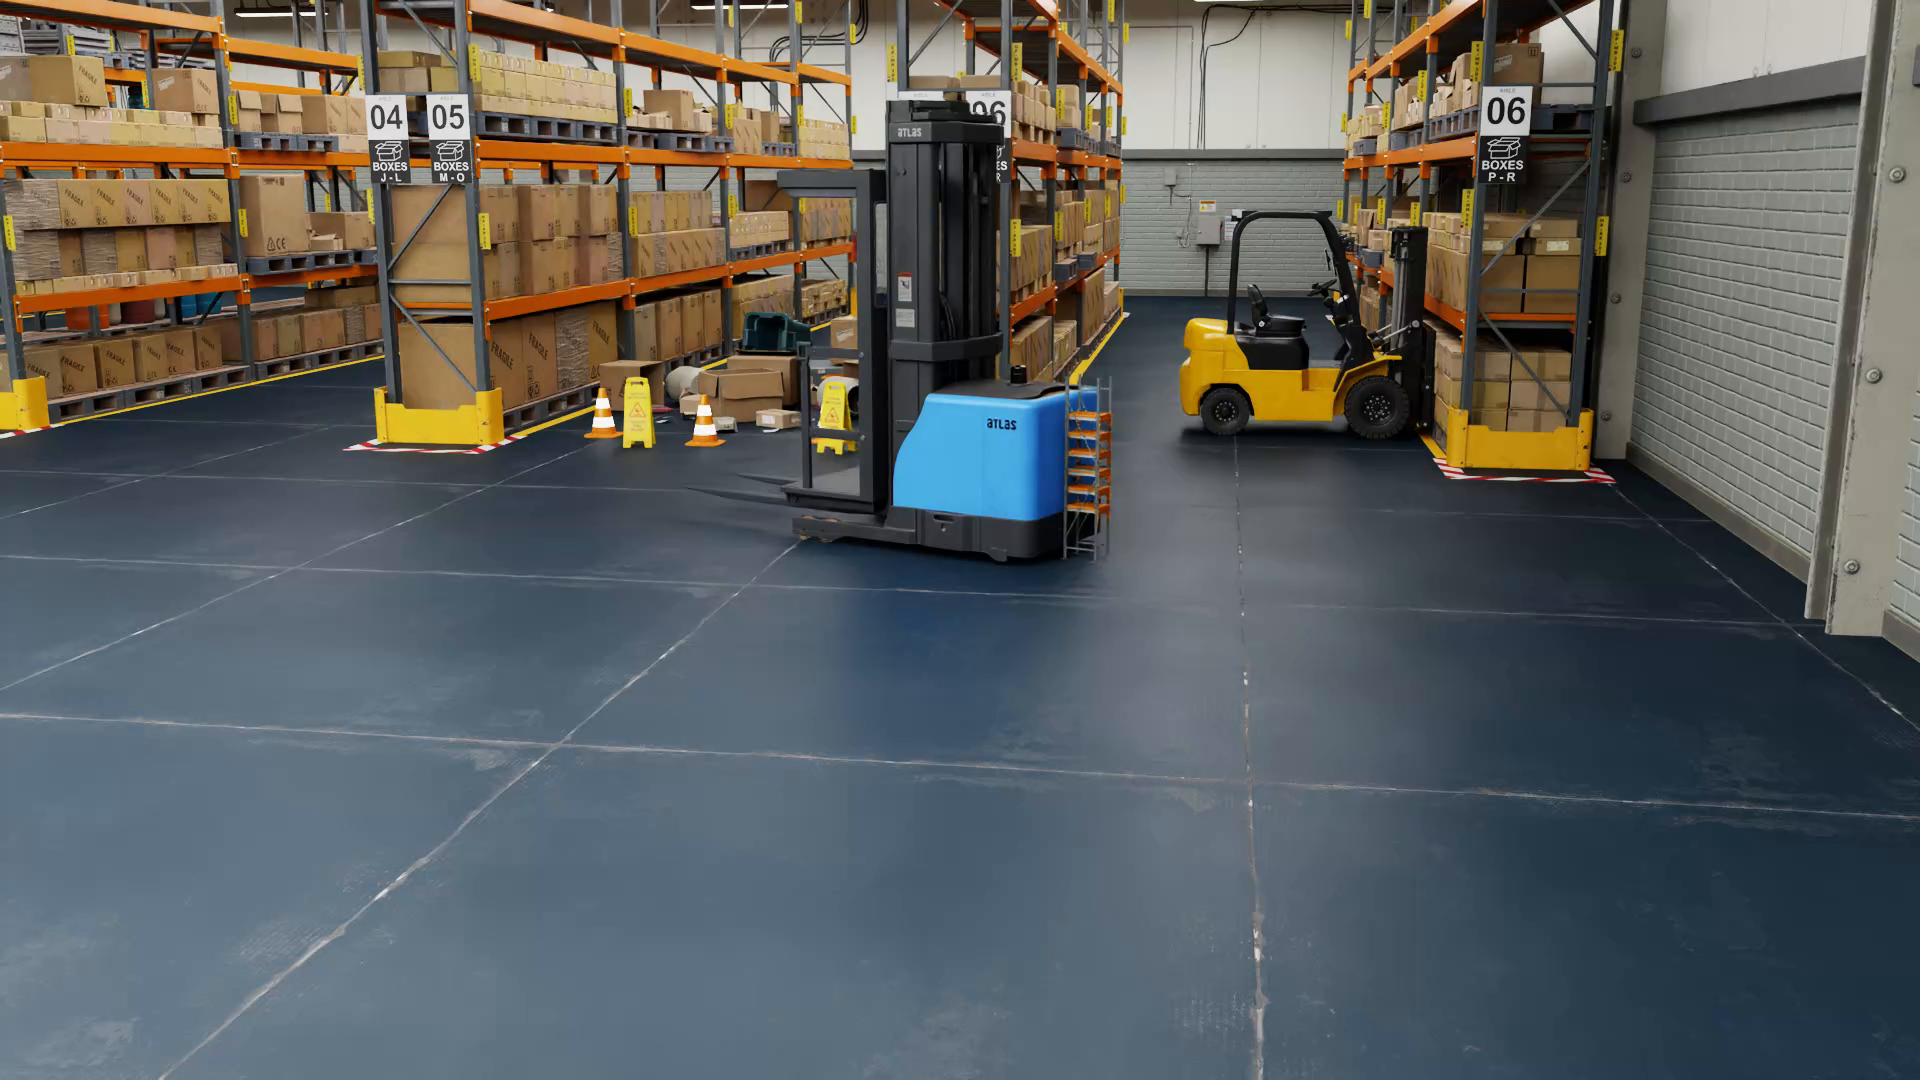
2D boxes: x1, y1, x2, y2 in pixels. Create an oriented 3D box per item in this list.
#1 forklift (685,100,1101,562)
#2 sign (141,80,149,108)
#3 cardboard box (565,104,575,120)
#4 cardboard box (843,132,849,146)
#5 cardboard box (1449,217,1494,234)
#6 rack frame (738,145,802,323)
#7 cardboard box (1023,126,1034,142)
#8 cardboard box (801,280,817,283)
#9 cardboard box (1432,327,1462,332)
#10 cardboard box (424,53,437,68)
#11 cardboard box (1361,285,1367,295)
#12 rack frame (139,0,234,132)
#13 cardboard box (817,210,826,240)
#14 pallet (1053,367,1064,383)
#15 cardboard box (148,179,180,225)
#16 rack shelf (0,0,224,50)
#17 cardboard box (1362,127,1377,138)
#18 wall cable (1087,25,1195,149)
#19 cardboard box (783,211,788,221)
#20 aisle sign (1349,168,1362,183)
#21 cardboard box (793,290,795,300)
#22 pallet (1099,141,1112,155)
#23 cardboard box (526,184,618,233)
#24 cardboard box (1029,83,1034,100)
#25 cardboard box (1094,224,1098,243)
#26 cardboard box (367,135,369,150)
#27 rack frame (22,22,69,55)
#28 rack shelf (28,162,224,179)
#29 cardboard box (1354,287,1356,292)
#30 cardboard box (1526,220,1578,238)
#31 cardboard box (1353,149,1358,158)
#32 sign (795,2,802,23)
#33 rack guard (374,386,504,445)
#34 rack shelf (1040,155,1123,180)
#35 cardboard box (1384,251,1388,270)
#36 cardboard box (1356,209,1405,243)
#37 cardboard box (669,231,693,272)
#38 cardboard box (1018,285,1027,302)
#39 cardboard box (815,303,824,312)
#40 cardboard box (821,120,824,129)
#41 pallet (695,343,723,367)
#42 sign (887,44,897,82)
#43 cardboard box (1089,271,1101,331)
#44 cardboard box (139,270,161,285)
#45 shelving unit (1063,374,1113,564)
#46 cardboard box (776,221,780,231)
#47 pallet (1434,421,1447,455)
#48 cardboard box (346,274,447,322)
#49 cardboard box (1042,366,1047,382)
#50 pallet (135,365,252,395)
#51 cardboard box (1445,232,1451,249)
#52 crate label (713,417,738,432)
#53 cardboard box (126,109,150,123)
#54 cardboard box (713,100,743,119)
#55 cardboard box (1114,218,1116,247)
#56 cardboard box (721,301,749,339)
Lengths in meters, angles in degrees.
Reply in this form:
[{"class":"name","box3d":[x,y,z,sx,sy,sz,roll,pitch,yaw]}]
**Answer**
[{"class":"forklift","box3d":[-0.565,-1.499,11.494,3.031,2.935,1.130,7,14,31]},{"class":"sign","box3d":[-9.773,-5.363,19.974,0.100,0.325,0.005,2,12,9]},{"class":"cardboard box","box3d":[-4.273,-4.498,17.488,0.380,0.149,0.250,2,12,8]},{"class":"cardboard box","box3d":[-2.313,-7.283,30.218,0.500,0.250,0.500,1,12,7]},{"class":"cardboard box","box3d":[4.767,-2.928,15.475,0.380,0.149,0.250,2,12,10]},{"class":"rack frame","box3d":[-3.109,-4.917,27.190,1.000,3.000,0.127,2,12,9]},{"class":"cardboard box","box3d":[0.519,-3.951,16.183,0.380,0.149,0.250,2,12,9]},{"class":"cardboard box","box3d":[-2.833,-4.693,30.508,0.380,0.149,0.250,2,12,10]},{"class":"cardboard box","box3d":[4.935,-2.002,16.819,0.500,0.250,0.500,2,12,11]},{"class":"cardboard box","box3d":[-5.198,-4.540,15.788,0.380,0.149,0.250,2,12,9]},{"class":"cardboard box","box3d":[6.385,-3.852,25.645,0.380,0.149,0.250,2,12,11]},{"class":"rack frame","box3d":[-9.224,-6.366,19.674,1.000,3.000,0.127,2,12,9]},{"class":"cardboard box","box3d":[-2.601,-5.413,28.549,0.500,0.500,0.500,2,12,7]},{"class":"pallet","box3d":[0.686,-1.912,19.862,1.003,0.211,1.213,2,12,9]},{"class":"cardboard box","box3d":[-9.175,-3.806,18.717,0.500,0.500,0.500,2,12,9]},{"class":"rack shelf","box3d":[-9.532,-5.597,17.818,1.077,0.370,4.000,2,12,9]},{"class":"cardboard box","box3d":[6.125,-6.008,24.492,0.380,0.149,0.250,2,12,9]},{"class":"wall cable","box3d":[3.752,-9.712,35.196,2.355,3.000,0.029,2,12,9]},{"class":"cardboard box","box3d":[-2.977,-5.201,26.693,0.380,0.149,0.250,2,12,11]},{"class":"aisle sign","box3d":[7.039,-6.745,29.501,0.394,0.787,0.004,2,12,9]},{"class":"cardboard box","box3d":[-2.851,-4.085,27.685,0.380,0.149,0.250,2,12,11]},{"class":"pallet","box3d":[1.934,-6.371,27.026,1.003,0.211,1.213,2,12,9]},{"class":"cardboard box","box3d":[-4.430,-3.777,18.982,0.875,0.550,0.550,2,12,9]},{"class":"cardboard box","box3d":[0.508,-4.340,16.095,0.380,0.149,0.250,2,12,10]},{"class":"cardboard box","box3d":[1.765,-4.530,24.562,0.500,0.250,0.500,2,12,10]},{"class":"cardboard box","box3d":[-8.440,-5.552,23.374,0.500,0.250,0.500,2,12,9]},{"class":"rack frame","box3d":[-13.503,-7.359,24.282,1.000,3.000,0.127,2,12,9]},{"class":"rack shelf","box3d":[-13.196,-5.958,26.606,1.077,0.370,4.000,2,12,9]},{"class":"cardboard box","box3d":[6.801,-3.917,27.485,0.700,0.500,0.500,1,12,7]},{"class":"cardboard box","box3d":[5.120,-2.694,14.392,0.380,0.149,0.250,2,12,8]},{"class":"cardboard box","box3d":[6.674,-6.367,27.395,0.380,0.149,0.250,2,12,10]},{"class":"sign","box3d":[-2.559,-8.367,26.365,0.100,0.325,0.005,2,12,9]},{"class":"rack guard","box3d":[-4.958,-1.192,15.839,1.175,0.500,0.348,2,12,9]},{"class":"rack shelf","box3d":[2.106,-6.309,28.235,1.077,0.370,4.000,2,12,9]},{"class":"cardboard box","box3d":[5.778,-3.627,21.561,0.500,0.250,0.500,2,12,9]},{"class":"cardboard box","box3d":[6.408,-4.779,25.313,0.700,0.500,0.500,2,12,10]},{"class":"cardboard box","box3d":[-3.758,-3.716,21.380,0.500,0.500,0.500,2,12,10]},{"class":"cardboard box","box3d":[0.439,-2.378,16.004,0.380,0.149,0.250,2,12,10]},{"class":"cardboard box","box3d":[-2.576,-4.066,29.009,0.380,0.149,0.250,2,12,7]},{"class":"cardboard box","box3d":[-2.548,-7.129,28.557,0.380,0.149,0.250,2,12,7]},{"class":"pallet","box3d":[-3.920,-2.560,22.870,1.003,0.211,1.213,2,12,9]},{"class":"sign","box3d":[-0.593,-4.201,14.646,0.100,0.325,0.005,2,12,9]},{"class":"cardboard box","box3d":[1.650,-3.625,25.239,0.875,0.875,0.875,2,12,10]},{"class":"cardboard box","box3d":[-9.212,-2.945,18.634,0.380,0.149,0.250,2,12,9]},{"class":"shelving unit","box3d":[0.830,-0.464,10.797,0.258,1.200,0.189,7,14,29]},{"class":"cardboard box","box3d":[-3.055,-4.949,26.233,0.380,0.149,0.250,2,12,11]},{"class":"pallet","box3d":[4.934,-0.917,15.249,1.003,0.211,1.213,2,12,9]},{"class":"cardboard box","box3d":[-8.483,-3.576,25.013,1.225,0.875,0.875,1,12,6]},{"class":"cardboard box","box3d":[0.670,-1.731,17.934,0.500,0.250,0.500,2,12,7]},{"class":"pallet","box3d":[-9.293,-1.930,19.946,1.003,0.211,1.213,2,12,9]},{"class":"cardboard box","box3d":[4.807,-2.835,15.751,0.380,0.149,0.250,2,12,9]},{"class":"crate label","box3d":[-2.346,-1.143,16.471,0.250,0.136,0.298,-5,13,-21]},{"class":"cardboard box","box3d":[-9.186,-4.670,18.333,0.380,0.149,0.250,2,12,11]},{"class":"cardboard box","box3d":[-3.310,-6.157,23.767,0.396,0.266,0.258,2,12,9]},{"class":"cardboard box","box3d":[2.439,-5.339,28.910,0.500,0.500,0.500,2,12,10]},{"class":"cardboard box","box3d":[-3.363,-3.207,24.191,0.500,0.500,0.500,1,12,6]}]
